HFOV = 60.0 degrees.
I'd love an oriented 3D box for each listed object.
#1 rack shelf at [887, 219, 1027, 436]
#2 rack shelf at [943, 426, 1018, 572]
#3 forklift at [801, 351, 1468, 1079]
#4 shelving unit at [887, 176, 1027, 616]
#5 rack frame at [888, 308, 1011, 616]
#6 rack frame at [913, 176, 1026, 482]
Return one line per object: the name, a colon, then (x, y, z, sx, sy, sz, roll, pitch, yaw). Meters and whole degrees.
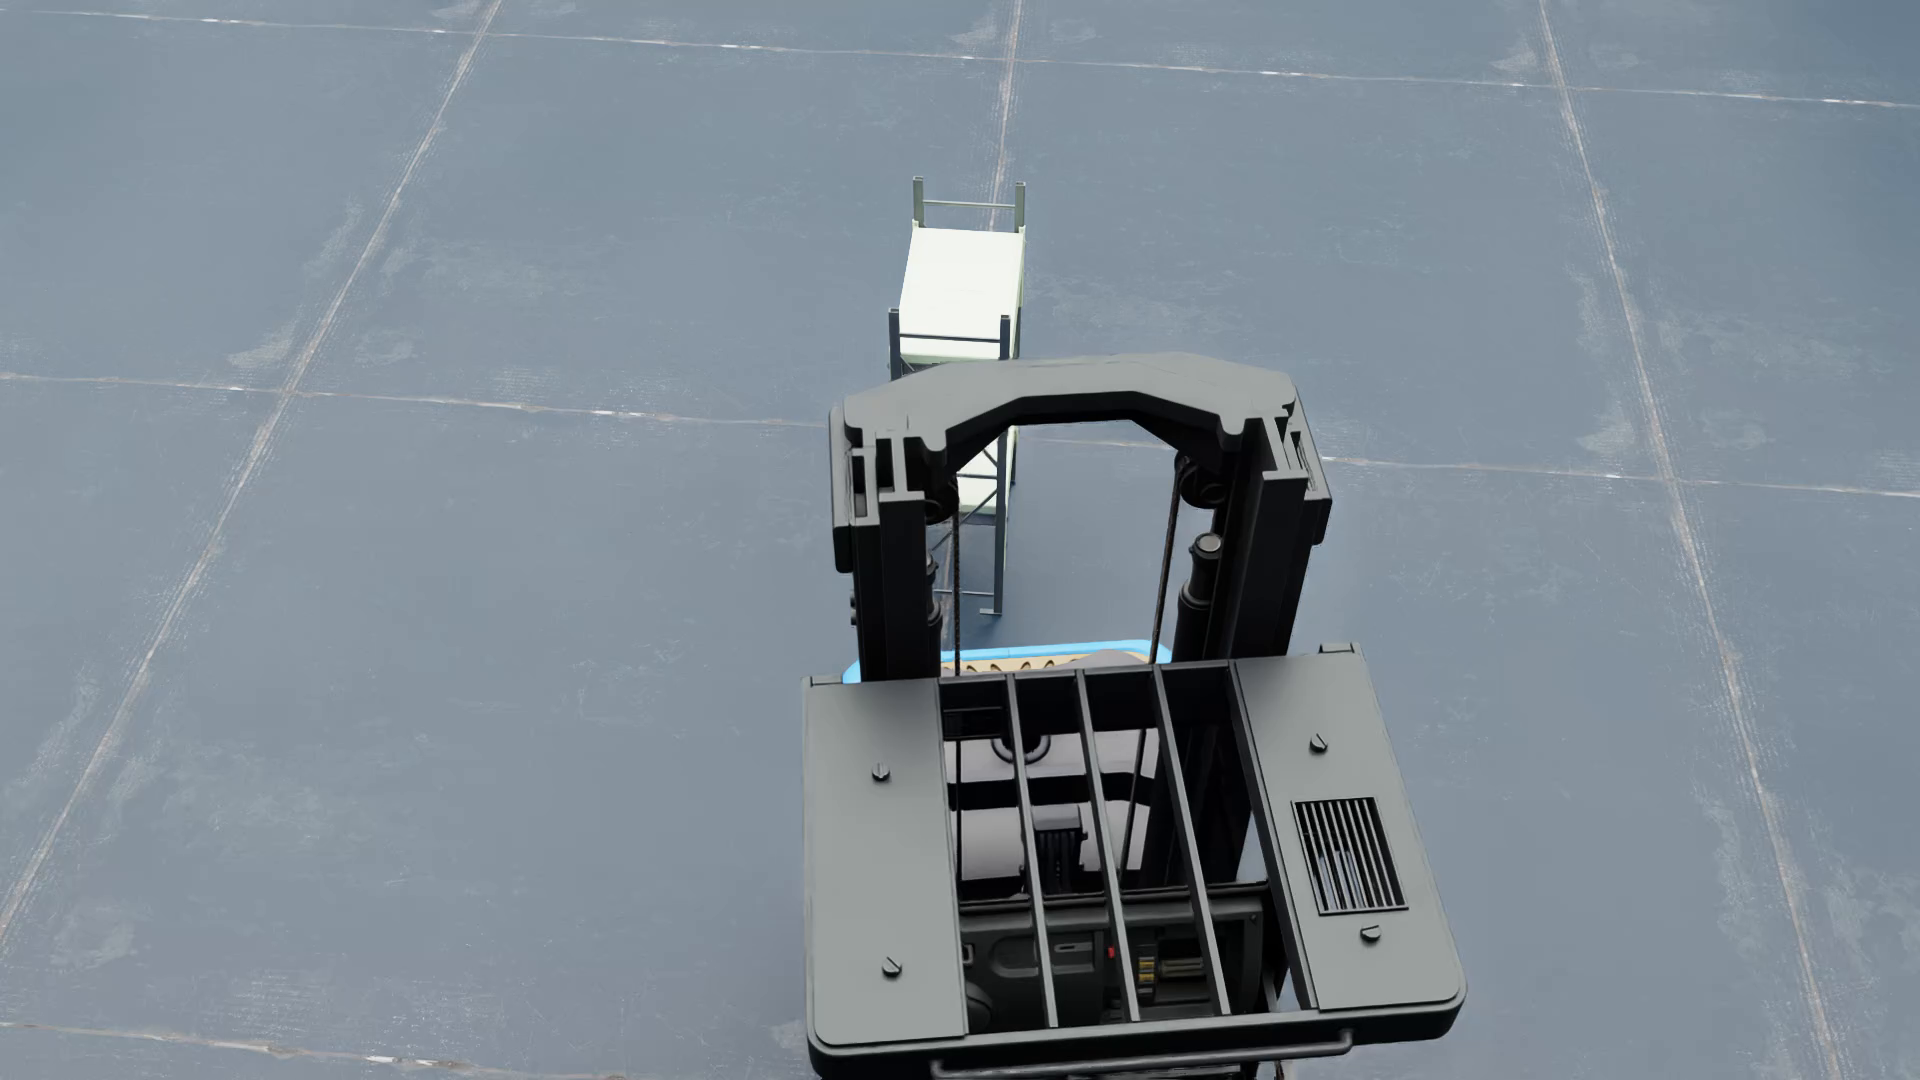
rack shelf: (-0.001, -0.765, 5.930, 0.431, 0.370, 0.720, 4, 48, 4)
rack shelf: (-0.001, -0.281, 6.459, 0.431, 0.370, 0.720, 4, 48, 4)
forklift: (0.261, 1.146, 3.741, 1.130, 2.935, 3.031, -3, 48, -3)
shelving unit: (-0.001, -0.501, 6.218, 0.431, 1.500, 0.755, 4, 48, 4)
rack frame: (-0.034, -0.232, 5.972, 0.400, 1.500, 0.023, 4, 48, 4)
rack frame: (0.033, -0.770, 6.464, 0.400, 1.500, 0.023, 4, 48, 4)
